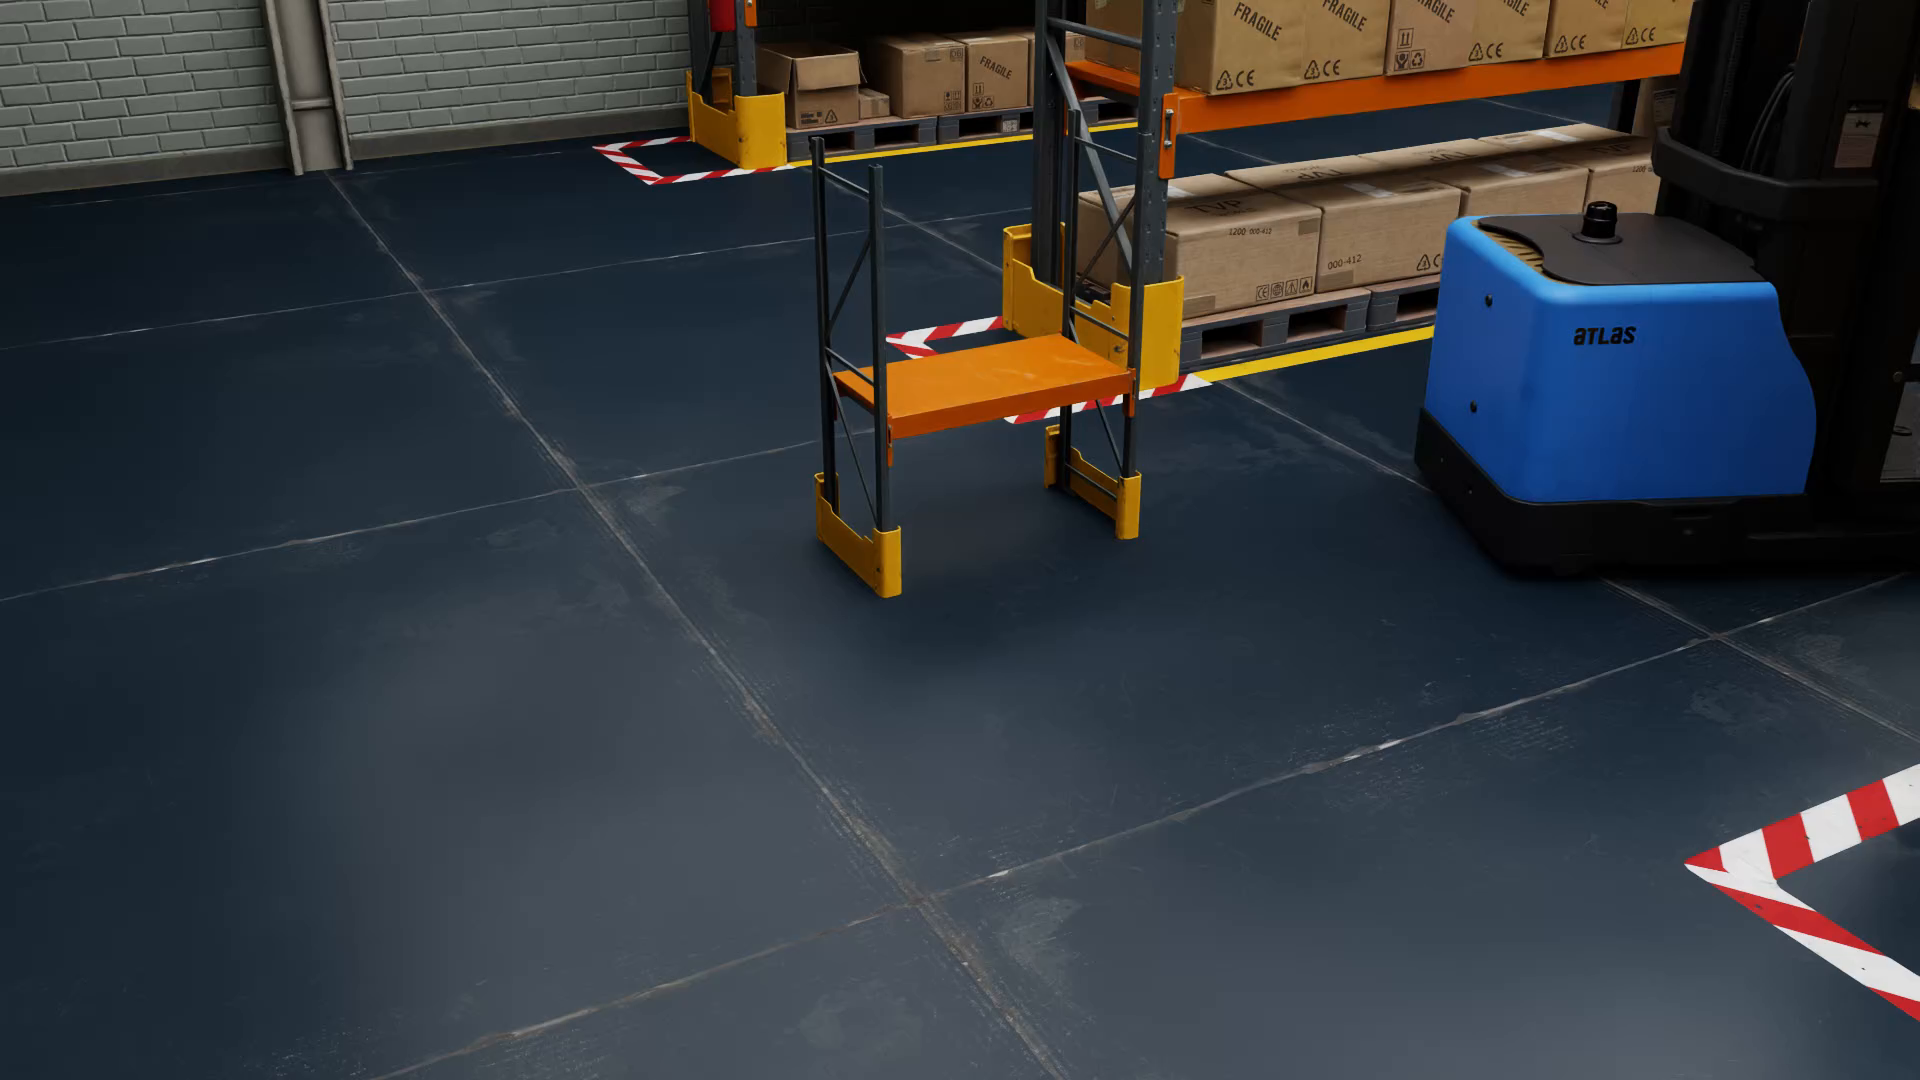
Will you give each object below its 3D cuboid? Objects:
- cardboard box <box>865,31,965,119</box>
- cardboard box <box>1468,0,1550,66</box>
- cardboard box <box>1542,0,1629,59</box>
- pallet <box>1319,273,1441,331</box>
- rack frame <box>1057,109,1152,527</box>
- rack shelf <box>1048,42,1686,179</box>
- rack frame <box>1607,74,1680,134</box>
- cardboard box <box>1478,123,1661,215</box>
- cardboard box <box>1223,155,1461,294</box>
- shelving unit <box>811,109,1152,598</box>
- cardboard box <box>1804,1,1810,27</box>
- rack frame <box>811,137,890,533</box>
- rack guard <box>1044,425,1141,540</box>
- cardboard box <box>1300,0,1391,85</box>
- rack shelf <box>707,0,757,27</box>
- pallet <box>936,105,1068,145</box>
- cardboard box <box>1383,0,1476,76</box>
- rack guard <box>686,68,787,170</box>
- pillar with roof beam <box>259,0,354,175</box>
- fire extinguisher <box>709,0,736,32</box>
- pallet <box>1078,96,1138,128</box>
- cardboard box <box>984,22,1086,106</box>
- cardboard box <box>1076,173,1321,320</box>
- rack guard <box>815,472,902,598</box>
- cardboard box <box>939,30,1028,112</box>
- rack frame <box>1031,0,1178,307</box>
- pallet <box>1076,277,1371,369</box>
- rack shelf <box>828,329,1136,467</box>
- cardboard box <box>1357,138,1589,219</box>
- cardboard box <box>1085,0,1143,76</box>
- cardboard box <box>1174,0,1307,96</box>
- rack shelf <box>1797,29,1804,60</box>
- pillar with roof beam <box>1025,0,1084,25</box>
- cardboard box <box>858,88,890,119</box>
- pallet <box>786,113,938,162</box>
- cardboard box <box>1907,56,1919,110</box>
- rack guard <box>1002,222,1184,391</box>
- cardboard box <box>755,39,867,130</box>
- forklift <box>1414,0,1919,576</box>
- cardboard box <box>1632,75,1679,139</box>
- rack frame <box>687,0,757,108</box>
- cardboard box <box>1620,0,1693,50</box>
[{"bbox_3d":[-0.339,-3.488,12.453,0.500,0.500,0.700,-12,28,-23],"label":"cardboard box"},{"bbox_3d":[2.526,-2.635,8.158,0.500,0.500,0.500,-12,28,-23],"label":"cardboard box"},{"bbox_3d":[2.995,-2.736,8.368,0.500,0.500,0.500,-13,29,-26],"label":"cardboard box"},{"bbox_3d":[2.387,-1.466,9.059,1.213,0.211,1.003,-13,29,-25],"label":"pallet"},{"bbox_3d":[0.524,-0.797,6.177,0.032,1.500,0.500,-13,29,-25],"label":"rack frame"},{"bbox_3d":[2.408,-2.366,8.544,4.000,0.370,1.077,-13,29,-25],"label":"rack shelf"},{"bbox_3d":[4.172,-3.098,9.237,0.127,3.000,1.000,-13,29,-25],"label":"rack frame"},{"bbox_3d":[3.568,-2.045,9.520,0.875,0.438,0.875,-13,29,-26],"label":"cardboard box"},{"bbox_3d":[1.982,-1.680,8.758,0.875,0.438,0.875,-12,28,-24],"label":"cardboard box"},{"bbox_3d":[0.067,-0.692,5.958,1.083,1.500,0.587,-13,29,-25],"label":"shelving unit"},{"bbox_3d":[4.685,-3.019,9.246,0.500,0.250,0.500,-14,29,-26],"label":"cardboard box"},{"bbox_3d":[-0.373,-0.590,5.746,0.032,1.500,0.500,-13,29,-25],"label":"rack frame"},{"bbox_3d":[0.507,-0.230,6.439,0.087,0.250,0.587,-13,29,-25],"label":"rack guard"},{"bbox_3d":[1.635,-2.430,7.731,0.500,0.500,0.500,-13,29,-26],"label":"cardboard box"},{"bbox_3d":[0.069,-4.261,12.491,4.000,0.370,1.077,-13,29,-25],"label":"rack shelf"},{"bbox_3d":[0.149,-3.346,12.976,1.213,0.211,1.003,-13,29,-25],"label":"pallet"},{"bbox_3d":[2.092,-2.527,7.932,0.500,0.500,0.500,-13,29,-25],"label":"cardboard box"},{"bbox_3d":[-1.629,-3.067,12.060,0.348,0.500,1.175,-13,29,-25],"label":"rack guard"},{"bbox_3d":[-2.474,-5.034,6.337,0.400,9.000,9.100,-13,29,-25],"label":"pillar with roof beam"},{"bbox_3d":[-1.608,-3.769,11.154,0.183,0.674,0.296,-13,29,-25],"label":"fire extinguisher"},{"bbox_3d":[1.227,-3.596,13.497,1.213,0.211,1.003,-13,29,-25],"label":"pallet"},{"bbox_3d":[0.577,-3.700,12.893,0.500,0.500,0.700,-14,29,-27],"label":"cardboard box"},{"bbox_3d":[1.178,-1.490,8.363,0.875,0.438,0.875,-14,29,-27],"label":"cardboard box"},{"bbox_3d":[-0.372,-0.027,6.017,0.087,0.250,0.587,-13,29,-25],"label":"rack guard"},{"bbox_3d":[0.174,-3.558,12.598,0.500,0.500,0.500,-12,28,-24],"label":"cardboard box"},{"bbox_3d":[0.643,-2.283,7.540,0.127,3.000,1.000,-13,29,-25],"label":"rack frame"},{"bbox_3d":[1.312,-1.219,8.545,1.213,0.211,1.003,-13,29,-25],"label":"pallet"},{"bbox_3d":[0.075,-0.531,6.039,1.000,0.185,0.538,-13,29,-25],"label":"rack shelf"},{"bbox_3d":[2.778,-1.863,9.139,0.875,0.438,0.875,-14,29,-27],"label":"cardboard box"},{"bbox_3d":[0.944,-2.528,7.934,0.500,0.500,0.500,-13,28,-25],"label":"cardboard box"},{"bbox_3d":[1.202,-2.317,7.494,0.500,0.500,0.500,-13,29,-25],"label":"cardboard box"},{"bbox_3d":[5.937,-3.181,10.241,4.000,0.370,1.077,-13,29,-25],"label":"rack shelf"},{"bbox_3d":[2.821,-6.256,8.882,0.400,9.000,9.100,-13,29,-25],"label":"pillar with roof beam"},{"bbox_3d":[-0.719,-3.242,12.346,0.250,0.149,0.380,-14,29,-27],"label":"cardboard box"},{"bbox_3d":[-0.926,-3.099,12.462,1.213,0.211,1.003,-13,29,-25],"label":"pallet"},{"bbox_3d":[5.475,-2.673,10.322,0.875,0.875,0.875,-12,28,-24],"label":"cardboard box"},{"bbox_3d":[0.622,-1.152,8.071,0.348,0.500,1.175,-13,29,-25],"label":"rack guard"},{"bbox_3d":[-1.112,-3.331,12.120,0.637,0.503,0.797,-14,29,-27],"label":"cardboard box"},{"bbox_3d":[3.386,-1.442,5.866,3.031,2.935,1.130,-2,26,-4],"label":"forklift"},{"bbox_3d":[4.682,-2.486,9.933,0.875,0.875,0.875,-12,28,-24],"label":"cardboard box"},{"bbox_3d":[-1.696,-4.178,11.487,0.127,3.000,1.000,-13,29,-25],"label":"rack frame"},{"bbox_3d":[3.432,-2.844,8.593,0.500,0.500,0.500,-14,29,-26],"label":"cardboard box"}]
